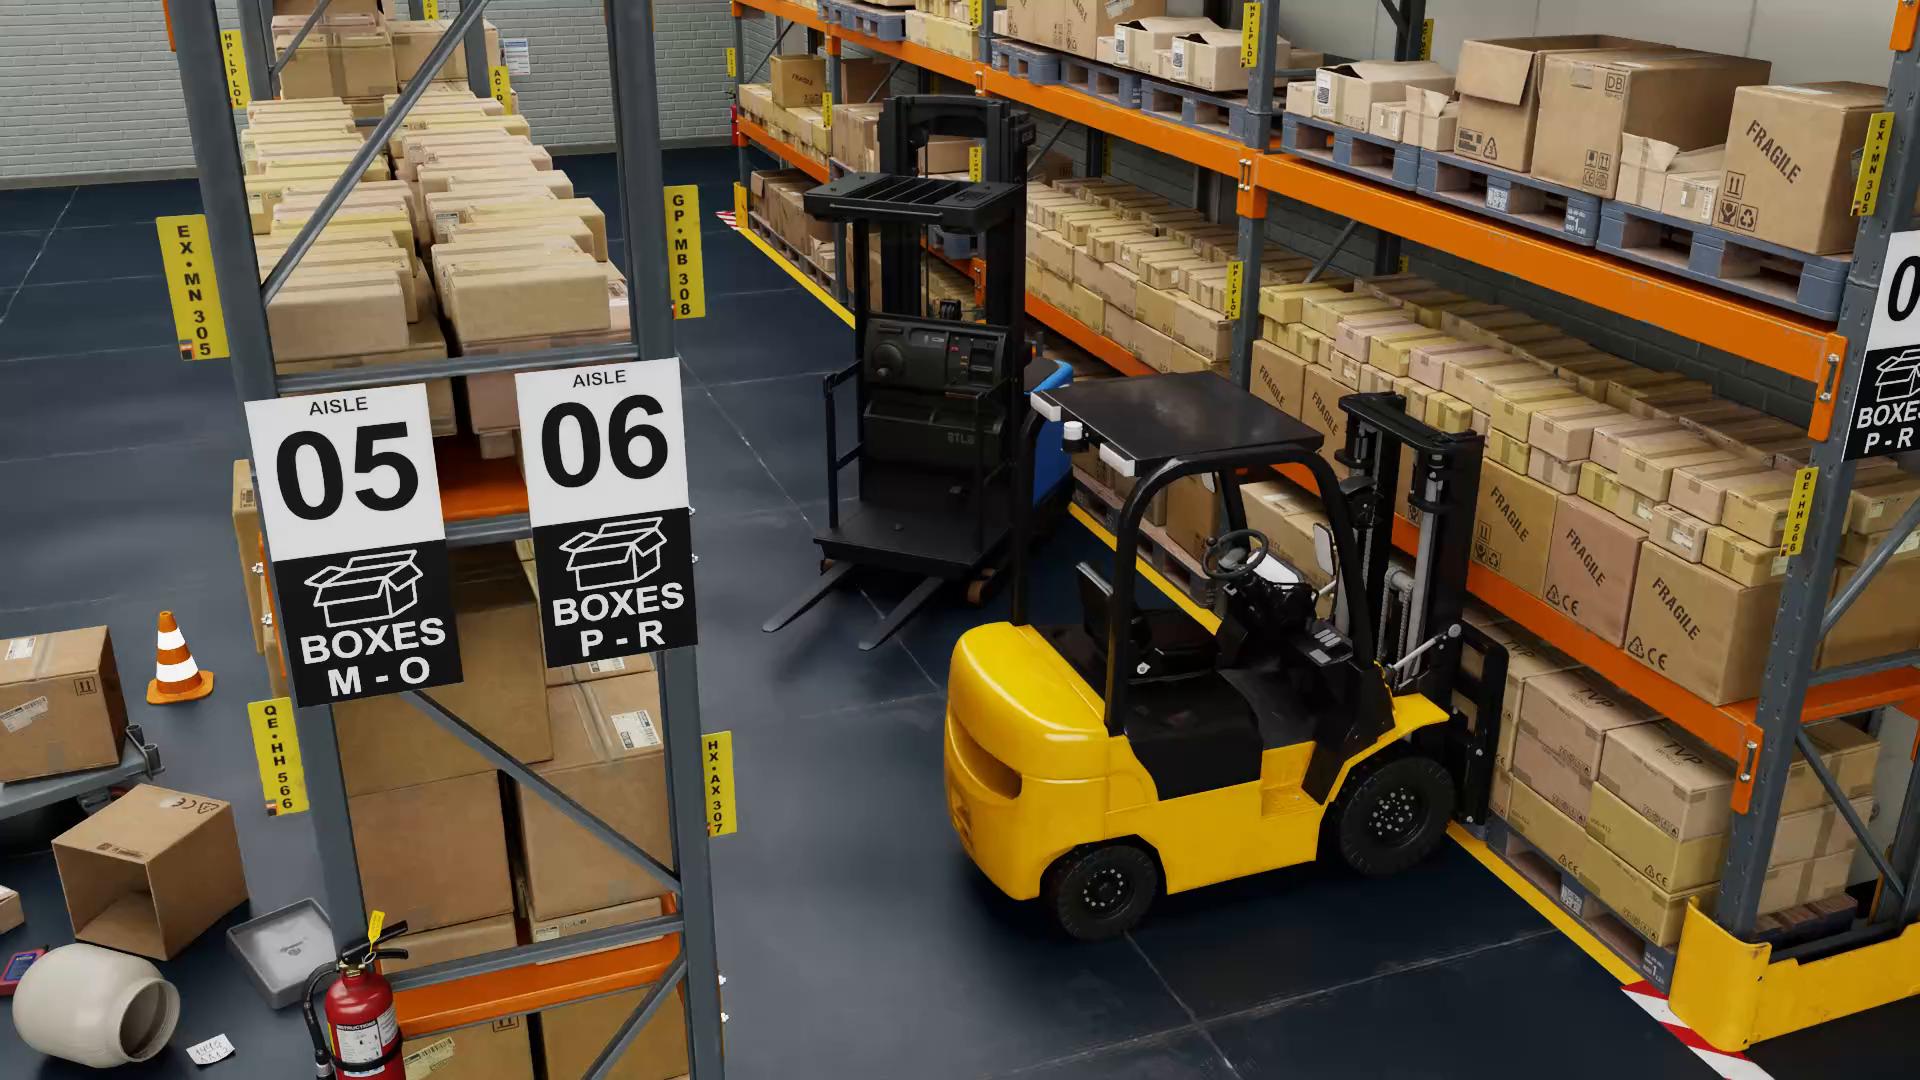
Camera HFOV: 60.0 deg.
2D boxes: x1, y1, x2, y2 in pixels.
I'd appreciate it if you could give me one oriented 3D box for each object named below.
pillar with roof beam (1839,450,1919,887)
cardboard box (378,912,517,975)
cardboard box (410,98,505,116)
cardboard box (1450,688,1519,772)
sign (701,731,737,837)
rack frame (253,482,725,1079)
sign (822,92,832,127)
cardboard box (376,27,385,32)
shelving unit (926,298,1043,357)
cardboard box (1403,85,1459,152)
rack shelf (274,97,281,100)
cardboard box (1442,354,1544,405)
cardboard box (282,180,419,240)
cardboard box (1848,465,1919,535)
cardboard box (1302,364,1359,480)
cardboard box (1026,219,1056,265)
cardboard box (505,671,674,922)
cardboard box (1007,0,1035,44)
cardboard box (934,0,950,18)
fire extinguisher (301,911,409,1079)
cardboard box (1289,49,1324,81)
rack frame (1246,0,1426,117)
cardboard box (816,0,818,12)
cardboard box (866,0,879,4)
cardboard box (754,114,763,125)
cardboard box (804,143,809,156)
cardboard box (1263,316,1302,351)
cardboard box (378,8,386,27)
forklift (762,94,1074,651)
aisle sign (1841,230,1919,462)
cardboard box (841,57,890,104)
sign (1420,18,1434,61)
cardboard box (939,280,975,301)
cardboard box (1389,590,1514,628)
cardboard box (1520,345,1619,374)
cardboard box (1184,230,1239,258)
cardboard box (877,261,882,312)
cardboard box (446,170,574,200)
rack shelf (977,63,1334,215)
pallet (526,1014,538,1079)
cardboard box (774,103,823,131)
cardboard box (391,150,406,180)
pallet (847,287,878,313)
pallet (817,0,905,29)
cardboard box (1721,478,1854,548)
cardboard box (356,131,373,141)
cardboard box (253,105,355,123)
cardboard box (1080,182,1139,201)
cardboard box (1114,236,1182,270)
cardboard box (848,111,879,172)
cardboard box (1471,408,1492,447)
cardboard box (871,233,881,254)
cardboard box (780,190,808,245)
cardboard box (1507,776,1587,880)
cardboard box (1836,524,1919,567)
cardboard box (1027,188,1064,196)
[{"bbox_3d":[0.023,-2.074,4.585,9.100,9.000,0.400,-8,24,-19],"label":"pillar with roof beam"},{"bbox_3d":[-1.521,1.168,4.941,0.380,0.149,0.250,-8,24,-17],"label":"cardboard box"},{"bbox_3d":[-2.122,-1.760,6.998,0.380,0.149,0.250,-9,24,-20],"label":"cardboard box"},{"bbox_3d":[2.620,0.817,7.806,0.500,0.250,0.500,-9,24,-20],"label":"cardboard box"},{"bbox_3d":[-0.681,0.685,4.648,0.100,0.325,0.005,-8,24,-19],"label":"sign"},{"bbox_3d":[-1.189,1.158,4.639,1.000,3.000,0.127,-8,24,-19],"label":"rack frame"},{"bbox_3d":[-1.291,-4.206,16.252,0.100,0.325,0.005,-8,24,-19],"label":"sign"},{"bbox_3d":[-3.690,-2.831,10.114,0.700,0.500,0.500,-8,24,-19],"label":"cardboard box"},{"bbox_3d":[0.169,-1.111,12.438,0.538,1.125,1.048,-9,24,-20],"label":"shelving unit"},{"bbox_3d":[2.281,-1.956,7.671,0.396,0.266,0.258,-9,24,-20],"label":"cardboard box"},{"bbox_3d":[-3.309,-2.072,9.369,1.077,0.370,4.000,-8,24,-19],"label":"rack shelf"},{"bbox_3d":[2.509,-0.758,7.838,0.380,0.149,0.250,-8,24,-19],"label":"cardboard box"},{"bbox_3d":[-1.936,-1.035,5.278,0.380,0.149,0.250,-9,24,-21],"label":"cardboard box"},{"bbox_3d":[3.535,-0.157,6.414,0.380,0.149,0.250,-9,24,-20],"label":"cardboard box"},{"bbox_3d":[2.152,-0.639,8.776,0.500,0.500,0.500,-8,24,-18],"label":"cardboard box"},{"bbox_3d":[0.731,-2.215,12.193,0.500,0.250,0.500,-8,24,-17],"label":"cardboard box"},{"bbox_3d":[-1.097,0.765,5.061,0.500,0.500,0.500,-9,24,-20],"label":"cardboard box"},{"bbox_3d":[0.655,-3.802,11.748,0.500,0.500,0.500,-8,24,-19],"label":"cardboard box"},{"bbox_3d":[0.006,-4.304,13.416,0.380,0.149,0.250,-8,24,-19],"label":"cardboard box"},{"bbox_3d":[-1.580,1.299,4.406,0.296,0.674,0.183,-8,24,-19],"label":"fire extinguisher"},{"bbox_3d":[1.924,-2.819,9.868,0.380,0.149,0.250,-8,24,-19],"label":"cardboard box"},{"bbox_3d":[2.040,-3.742,8.542,1.000,3.000,0.127,-8,24,-19],"label":"rack frame"},{"bbox_3d":[-1.189,-5.241,16.283,0.380,0.149,0.250,-9,24,-19],"label":"cardboard box"},{"bbox_3d":[-0.608,-4.763,14.480,0.380,0.149,0.250,-8,24,-18],"label":"cardboard box"},{"bbox_3d":[-2.206,-4.979,19.524,0.380,0.149,0.250,-8,24,-18],"label":"cardboard box"},{"bbox_3d":[-1.429,-4.131,17.513,0.380,0.149,0.250,-8,24,-18],"label":"cardboard box"},{"bbox_3d":[1.907,-1.170,9.201,0.380,0.149,0.250,-9,24,-20],"label":"cardboard box"},{"bbox_3d":[-4.620,-4.003,12.784,0.380,0.166,0.250,-6,24,-15],"label":"cardboard box"},{"bbox_3d":[-0.240,-1.125,10.146,1.130,2.935,3.031,9,25,21],"label":"forklift"},{"bbox_3d":[3.202,-0.658,5.601,0.394,0.787,0.004,-8,24,-19],"label":"aisle sign"},{"bbox_3d":[-1.063,-4.875,17.799,0.500,0.500,0.500,-9,24,-20],"label":"cardboard box"},{"bbox_3d":[2.559,-2.711,9.190,0.100,0.325,0.005,-8,24,-19],"label":"sign"},{"bbox_3d":[0.039,-2.113,14.243,0.380,0.149,0.250,-9,25,-21],"label":"cardboard box"},{"bbox_3d":[2.454,0.412,8.121,0.500,0.250,0.500,-9,24,-20],"label":"cardboard box"},{"bbox_3d":[2.918,-0.819,7.984,0.380,0.149,0.250,-8,24,-17],"label":"cardboard box"},{"bbox_3d":[1.716,-1.950,11.050,0.380,0.149,0.250,-9,24,-19],"label":"cardboard box"},{"bbox_3d":[-0.456,-2.345,15.629,0.500,0.500,0.500,-9,25,-21],"label":"cardboard box"},{"bbox_3d":[-1.470,-1.106,5.446,0.380,0.149,0.250,-8,24,-18],"label":"cardboard box"},{"bbox_3d":[1.334,-2.755,10.988,1.077,0.370,4.000,-8,24,-19],"label":"rack shelf"},{"bbox_3d":[-1.470,2.116,5.958,1.003,0.211,1.213,-8,24,-19],"label":"pallet"},{"bbox_3d":[-1.730,-4.654,18.240,0.500,0.250,0.500,-9,24,-20],"label":"cardboard box"},{"bbox_3d":[-2.015,-1.438,6.748,0.500,0.250,0.500,-9,24,-20],"label":"cardboard box"},{"bbox_3d":[-0.463,-2.309,16.456,1.003,0.211,1.213,-8,24,-19],"label":"pallet"},{"bbox_3d":[-0.621,-4.933,15.472,1.213,0.211,1.003,-8,24,-19],"label":"pallet"},{"bbox_3d":[3.130,-0.107,6.295,0.380,0.149,0.250,-8,24,-19],"label":"cardboard box"},{"bbox_3d":[-2.703,-1.548,7.008,0.500,0.250,0.500,-9,24,-20],"label":"cardboard box"},{"bbox_3d":[-2.677,-1.679,6.807,0.380,0.149,0.250,-8,24,-17],"label":"cardboard box"},{"bbox_3d":[1.128,-2.606,12.606,0.380,0.149,0.250,-8,24,-18],"label":"cardboard box"},{"bbox_3d":[1.233,-1.876,10.875,0.380,0.149,0.250,-8,24,-19],"label":"cardboard box"},{"bbox_3d":[-0.641,-3.729,15.566,0.700,0.500,0.500,-8,24,-18],"label":"cardboard box"},{"bbox_3d":[2.589,-0.522,7.663,0.380,0.149,0.250,-9,24,-19],"label":"cardboard box"},{"bbox_3d":[-0.636,-2.876,16.054,0.380,0.149,0.250,-10,25,-22],"label":"cardboard box"},{"bbox_3d":[-1.713,-3.622,18.660,0.500,0.500,0.500,-8,24,-18],"label":"cardboard box"},{"bbox_3d":[2.825,1.240,7.445,0.500,0.250,0.500,-8,24,-19],"label":"cardboard box"},{"bbox_3d":[3.576,-0.028,6.490,0.380,0.149,0.250,-9,24,-20],"label":"cardboard box"},{"bbox_3d":[0.560,-2.523,12.409,0.380,0.149,0.250,-8,24,-18],"label":"cardboard box"}]
